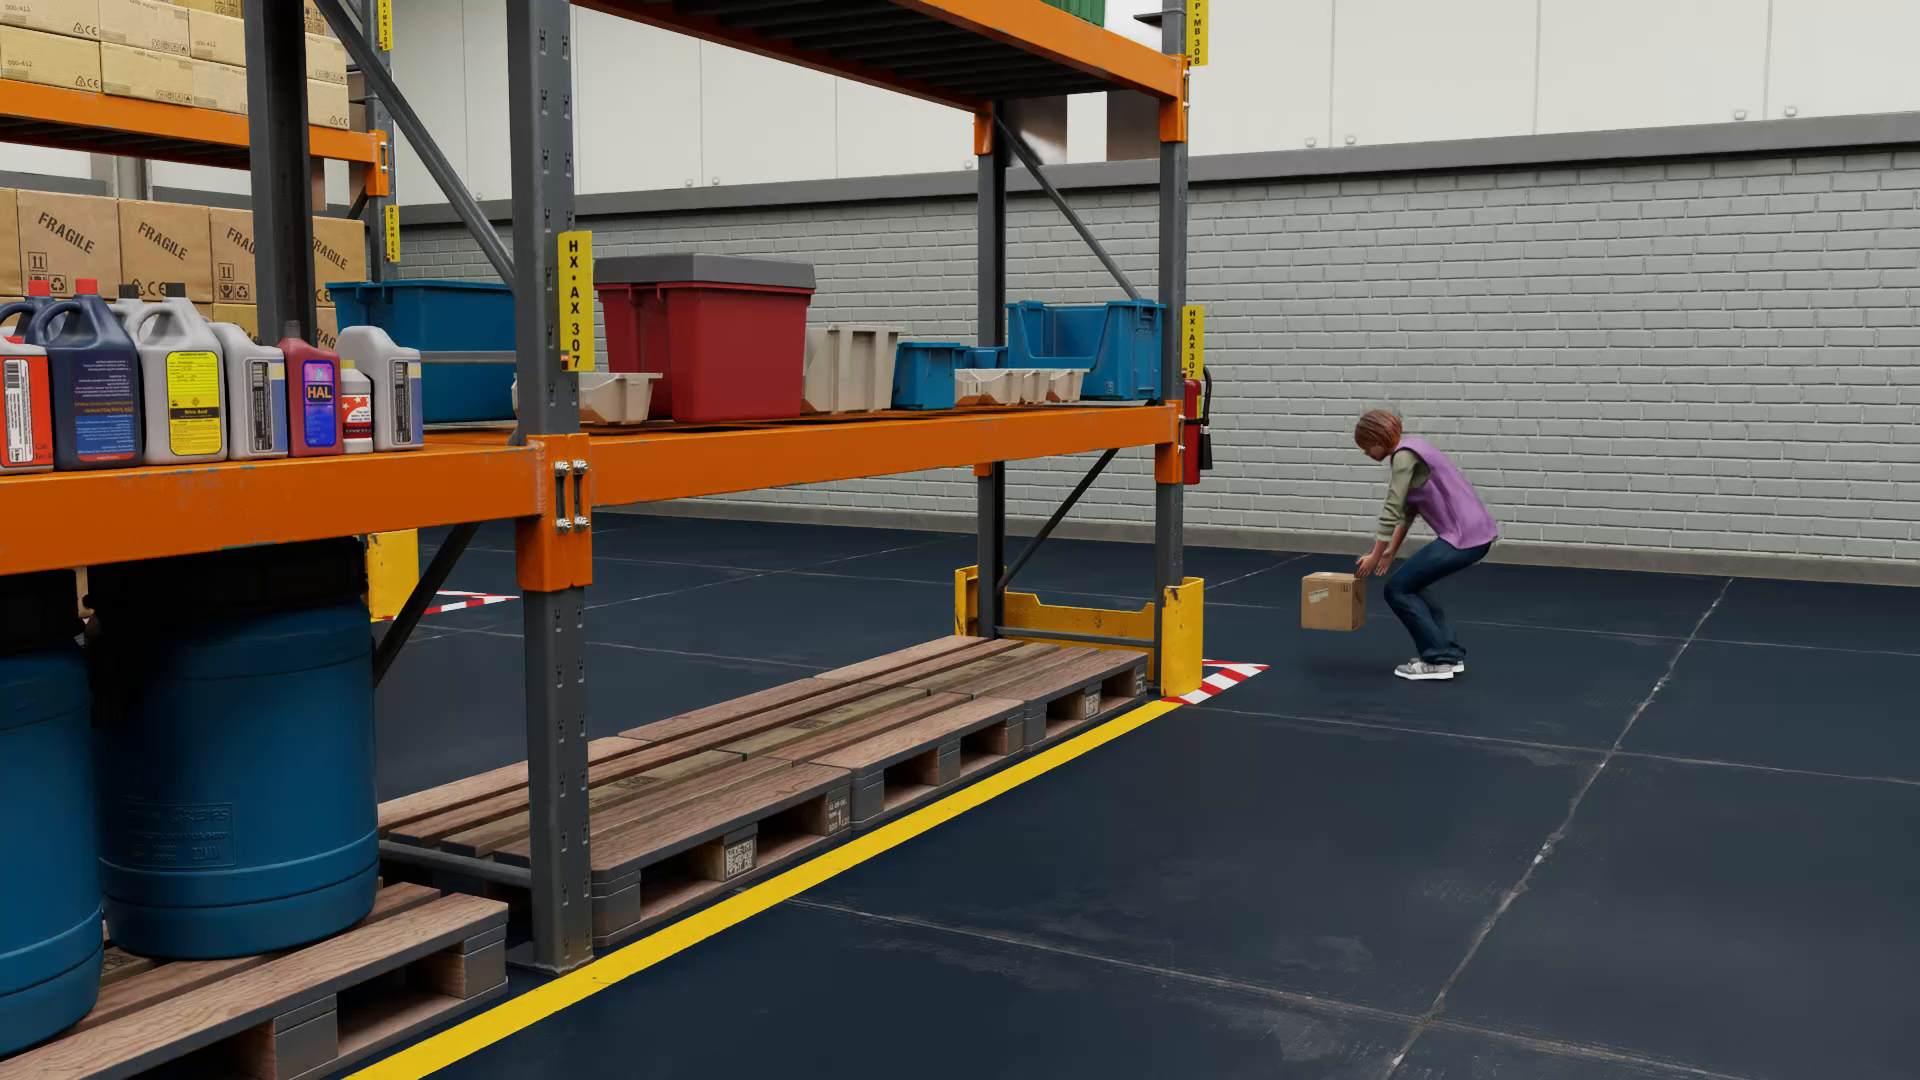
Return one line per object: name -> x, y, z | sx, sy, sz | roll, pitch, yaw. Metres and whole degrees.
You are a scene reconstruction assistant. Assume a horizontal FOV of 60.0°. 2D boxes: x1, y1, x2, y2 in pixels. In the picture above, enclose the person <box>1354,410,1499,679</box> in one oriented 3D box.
person -> 2.198, 0.030, 7.902 | 0.671, 1.257, 0.463 | 3, 7, 29
